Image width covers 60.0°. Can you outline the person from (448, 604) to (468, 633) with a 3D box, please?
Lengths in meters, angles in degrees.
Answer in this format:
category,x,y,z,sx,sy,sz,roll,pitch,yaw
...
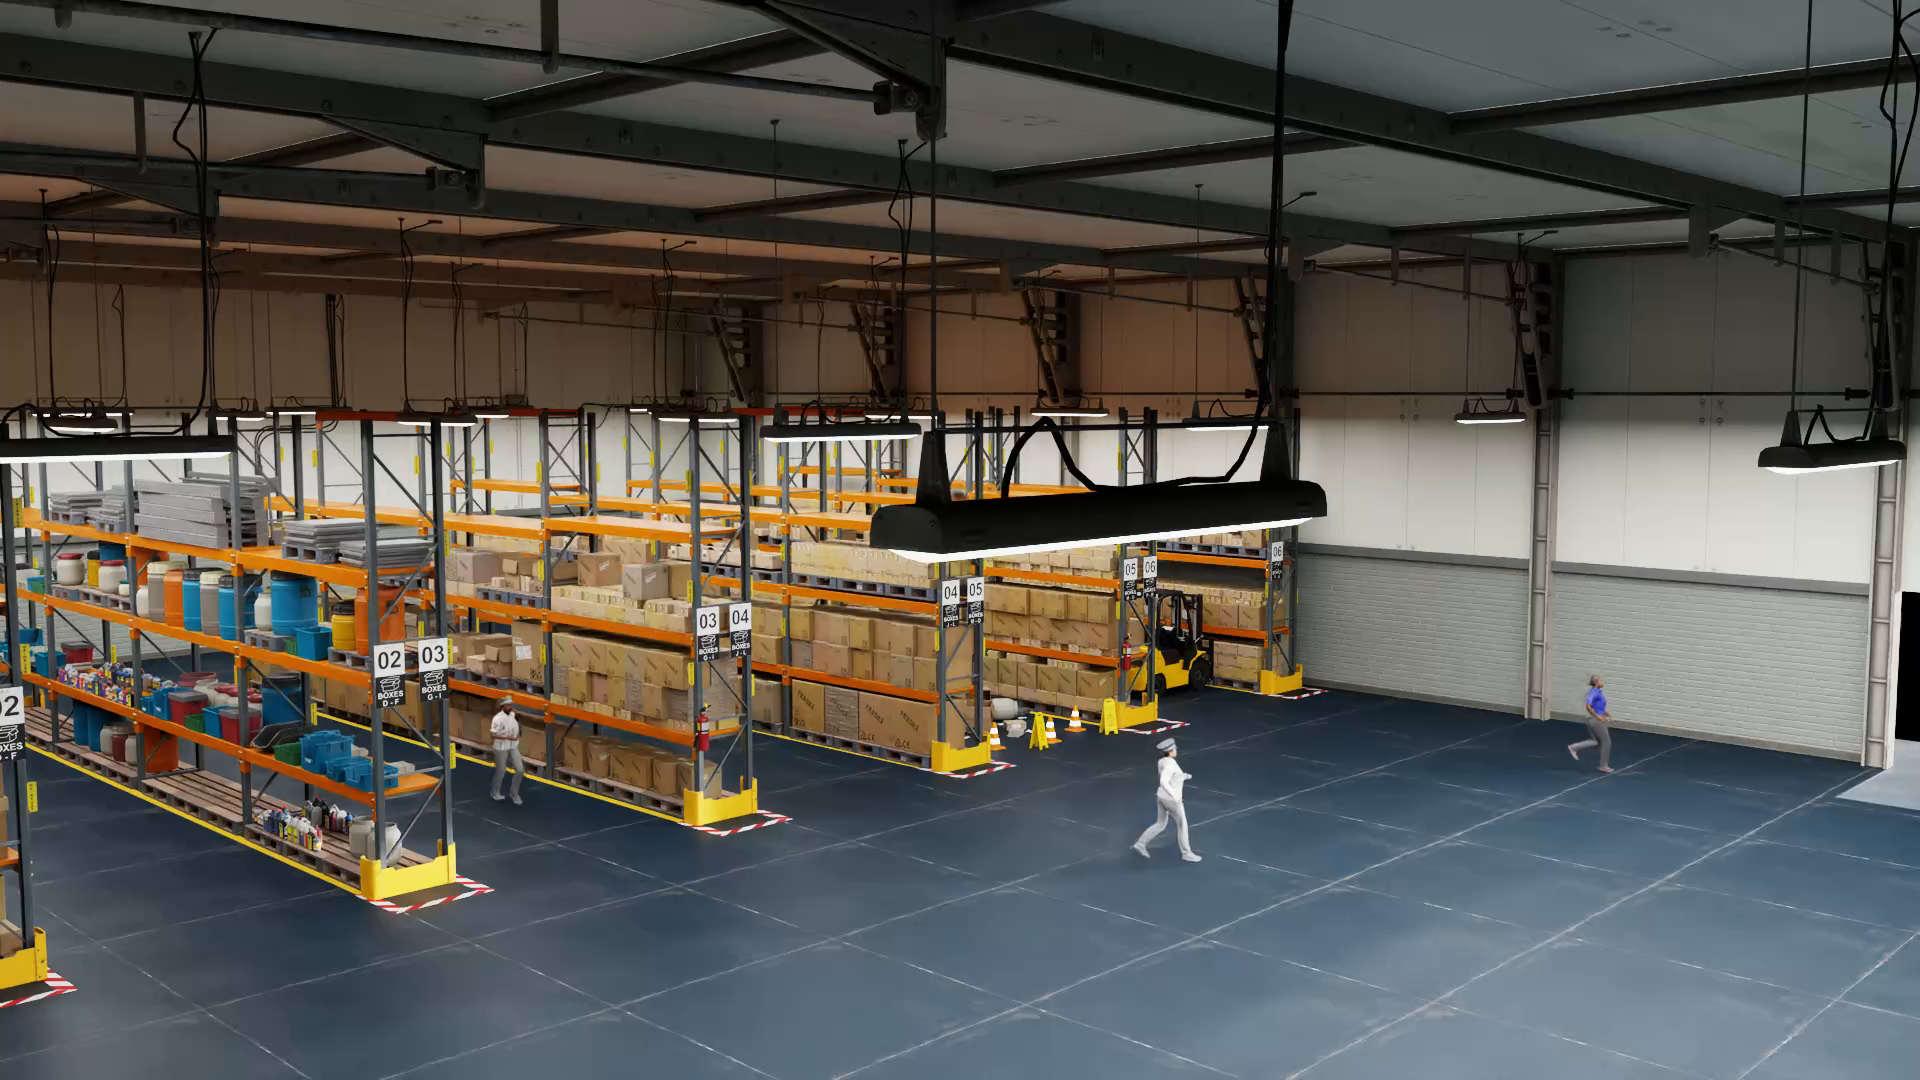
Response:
category,x,y,z,sx,sy,sz,roll,pitch,yaw
person,-12.122,1.905,40.433,0.816,1.713,0.694,-1,5,-12

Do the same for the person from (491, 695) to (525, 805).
category,x,y,z,sx,sy,sz,roll,pitch,yaw
person,-6.975,3.241,25.578,0.727,1.746,0.566,4,7,39

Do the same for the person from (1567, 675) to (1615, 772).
category,x,y,z,sx,sy,sz,roll,pitch,yaw
person,10.611,3.074,27.858,0.738,1.630,0.577,1,5,15

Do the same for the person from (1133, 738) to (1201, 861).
category,x,y,z,sx,sy,sz,roll,pitch,yaw
person,2.807,3.489,22.308,0.921,1.682,0.611,-2,5,-17
